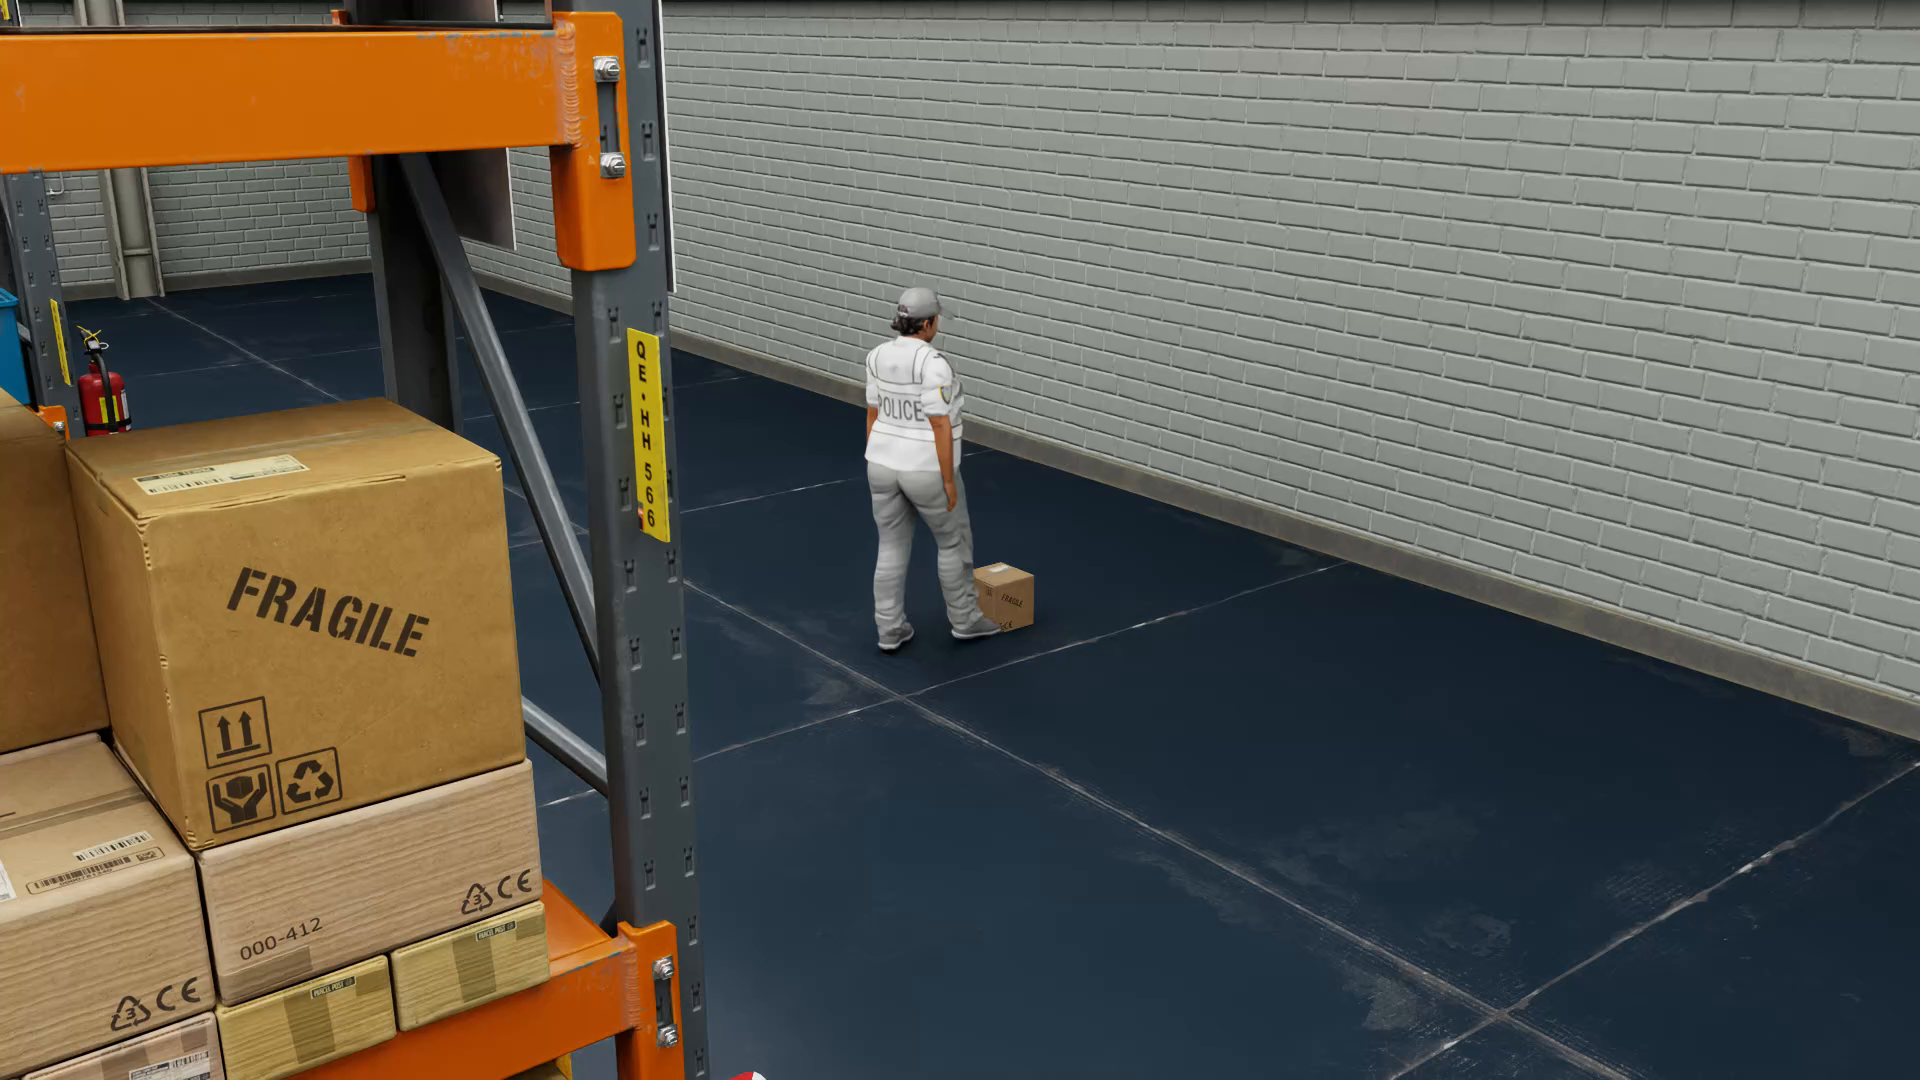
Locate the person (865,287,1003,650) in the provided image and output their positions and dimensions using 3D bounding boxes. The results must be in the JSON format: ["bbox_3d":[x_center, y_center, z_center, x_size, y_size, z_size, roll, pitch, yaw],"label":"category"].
[{"bbox_3d":[-0.142,-0.337,7.568,0.509,1.657,0.597,12,21,32],"label":"person"}]
